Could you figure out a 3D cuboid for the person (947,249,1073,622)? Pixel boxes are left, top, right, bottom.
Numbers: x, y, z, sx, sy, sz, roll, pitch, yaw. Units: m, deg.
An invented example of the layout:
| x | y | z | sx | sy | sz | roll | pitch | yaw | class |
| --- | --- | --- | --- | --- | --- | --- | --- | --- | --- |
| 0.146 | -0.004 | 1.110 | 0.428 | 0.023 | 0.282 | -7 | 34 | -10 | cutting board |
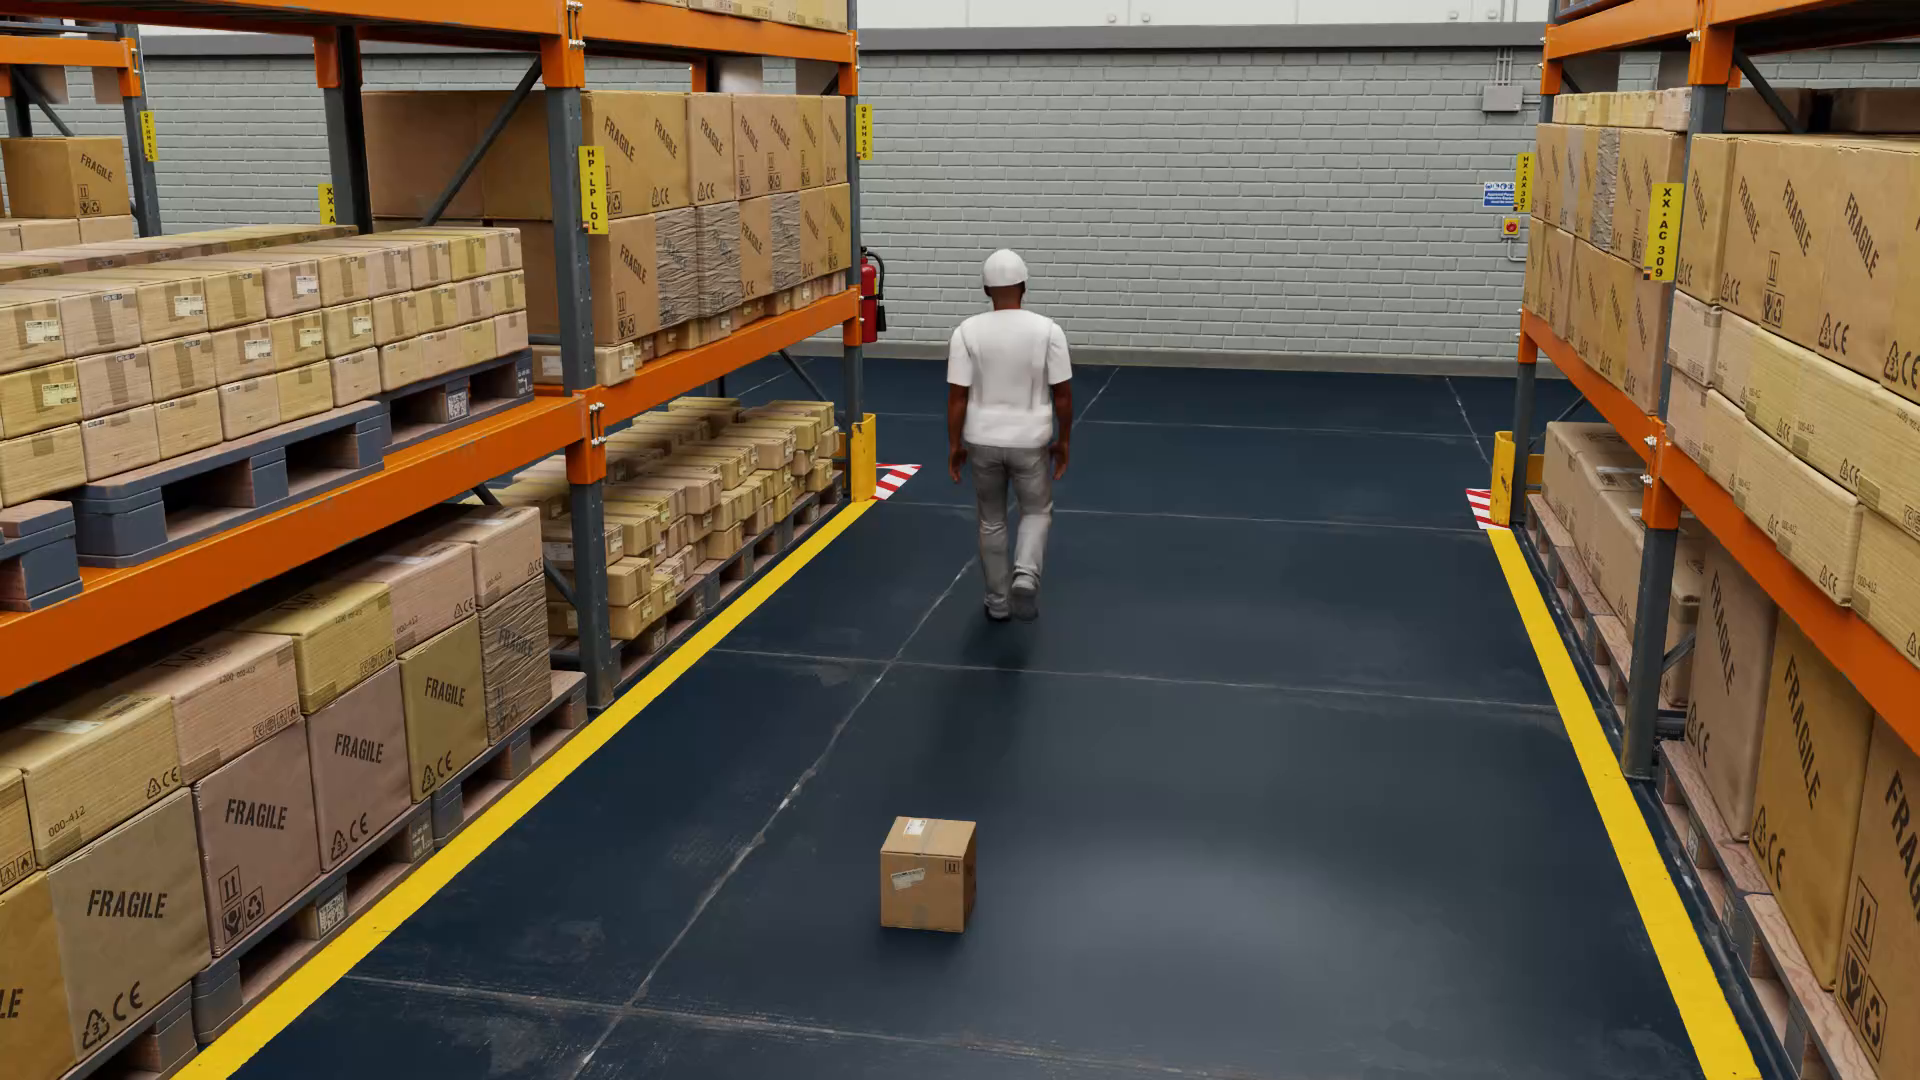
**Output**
| x | y | z | sx | sy | sz | roll | pitch | yaw | class |
| --- | --- | --- | --- | --- | --- | --- | --- | --- | --- |
| 0.231 | -0.454 | 7.654 | 0.575 | 1.750 | 0.729 | 1 | 15 | 4 | person |
